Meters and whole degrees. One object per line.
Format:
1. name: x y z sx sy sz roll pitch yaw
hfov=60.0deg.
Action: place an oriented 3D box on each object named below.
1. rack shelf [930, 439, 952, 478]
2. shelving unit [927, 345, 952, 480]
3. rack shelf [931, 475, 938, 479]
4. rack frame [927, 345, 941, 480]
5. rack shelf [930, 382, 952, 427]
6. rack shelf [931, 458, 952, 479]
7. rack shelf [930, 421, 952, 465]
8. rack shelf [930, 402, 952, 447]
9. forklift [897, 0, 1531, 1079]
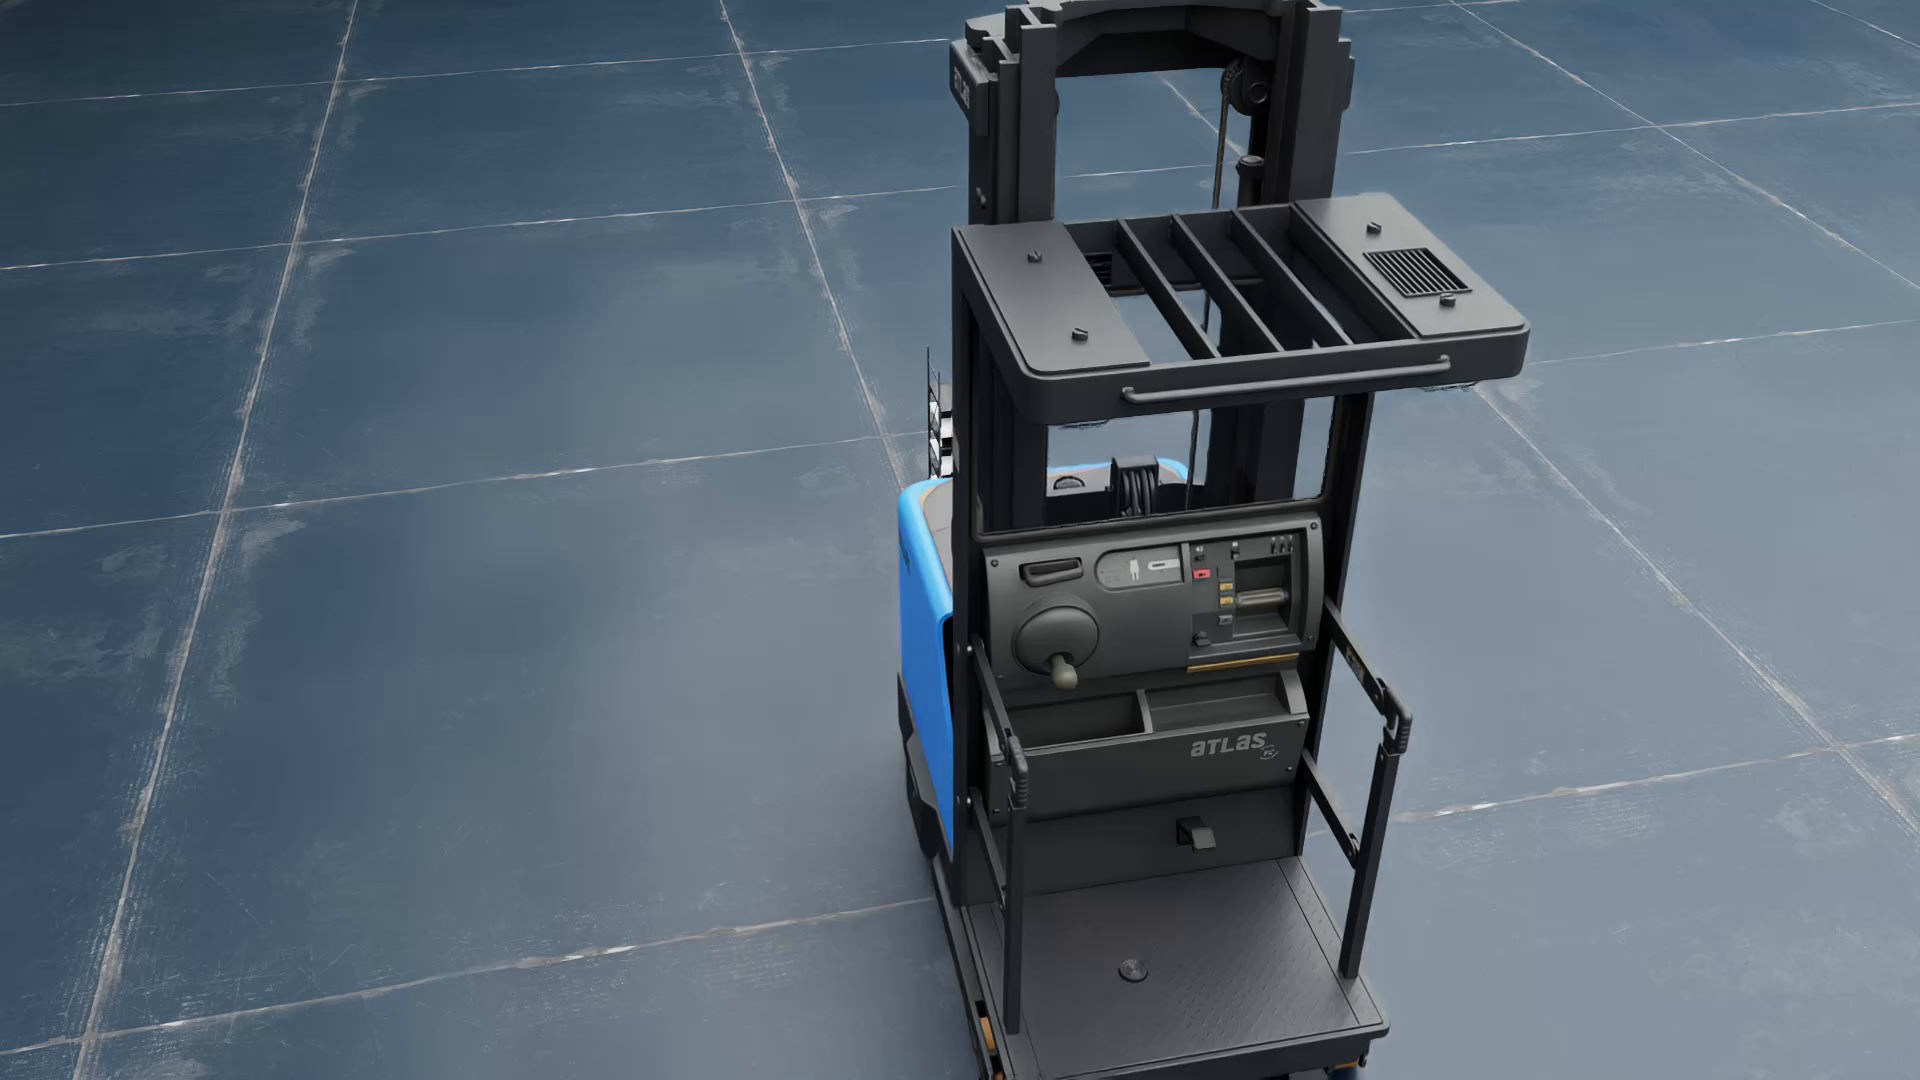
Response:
1. rack shelf: -0.008 -0.345 7.016 0.200 0.077 0.258 -7 35 -11
2. shelving unit: -0.008 -0.373 6.998 0.210 0.900 0.258 -7 35 -11
3. rack shelf: -0.008 -0.196 7.117 0.200 0.077 0.258 -7 35 -11
4. rack frame: -0.107 -0.360 6.979 0.006 0.900 0.240 -7 35 -11
5. rack shelf: -0.008 -0.569 6.866 0.200 0.077 0.258 -7 35 -11
6. rack shelf: -0.008 -0.270 7.066 0.200 0.077 0.258 -7 35 -11
7. rack shelf: -0.008 -0.420 6.966 0.200 0.077 0.258 -7 35 -11
8. rack shelf: -0.008 -0.494 6.916 0.200 0.077 0.258 -7 35 -11
9. forklift: 0.572 0.228 4.280 1.130 2.935 3.031 -6 34 -10
